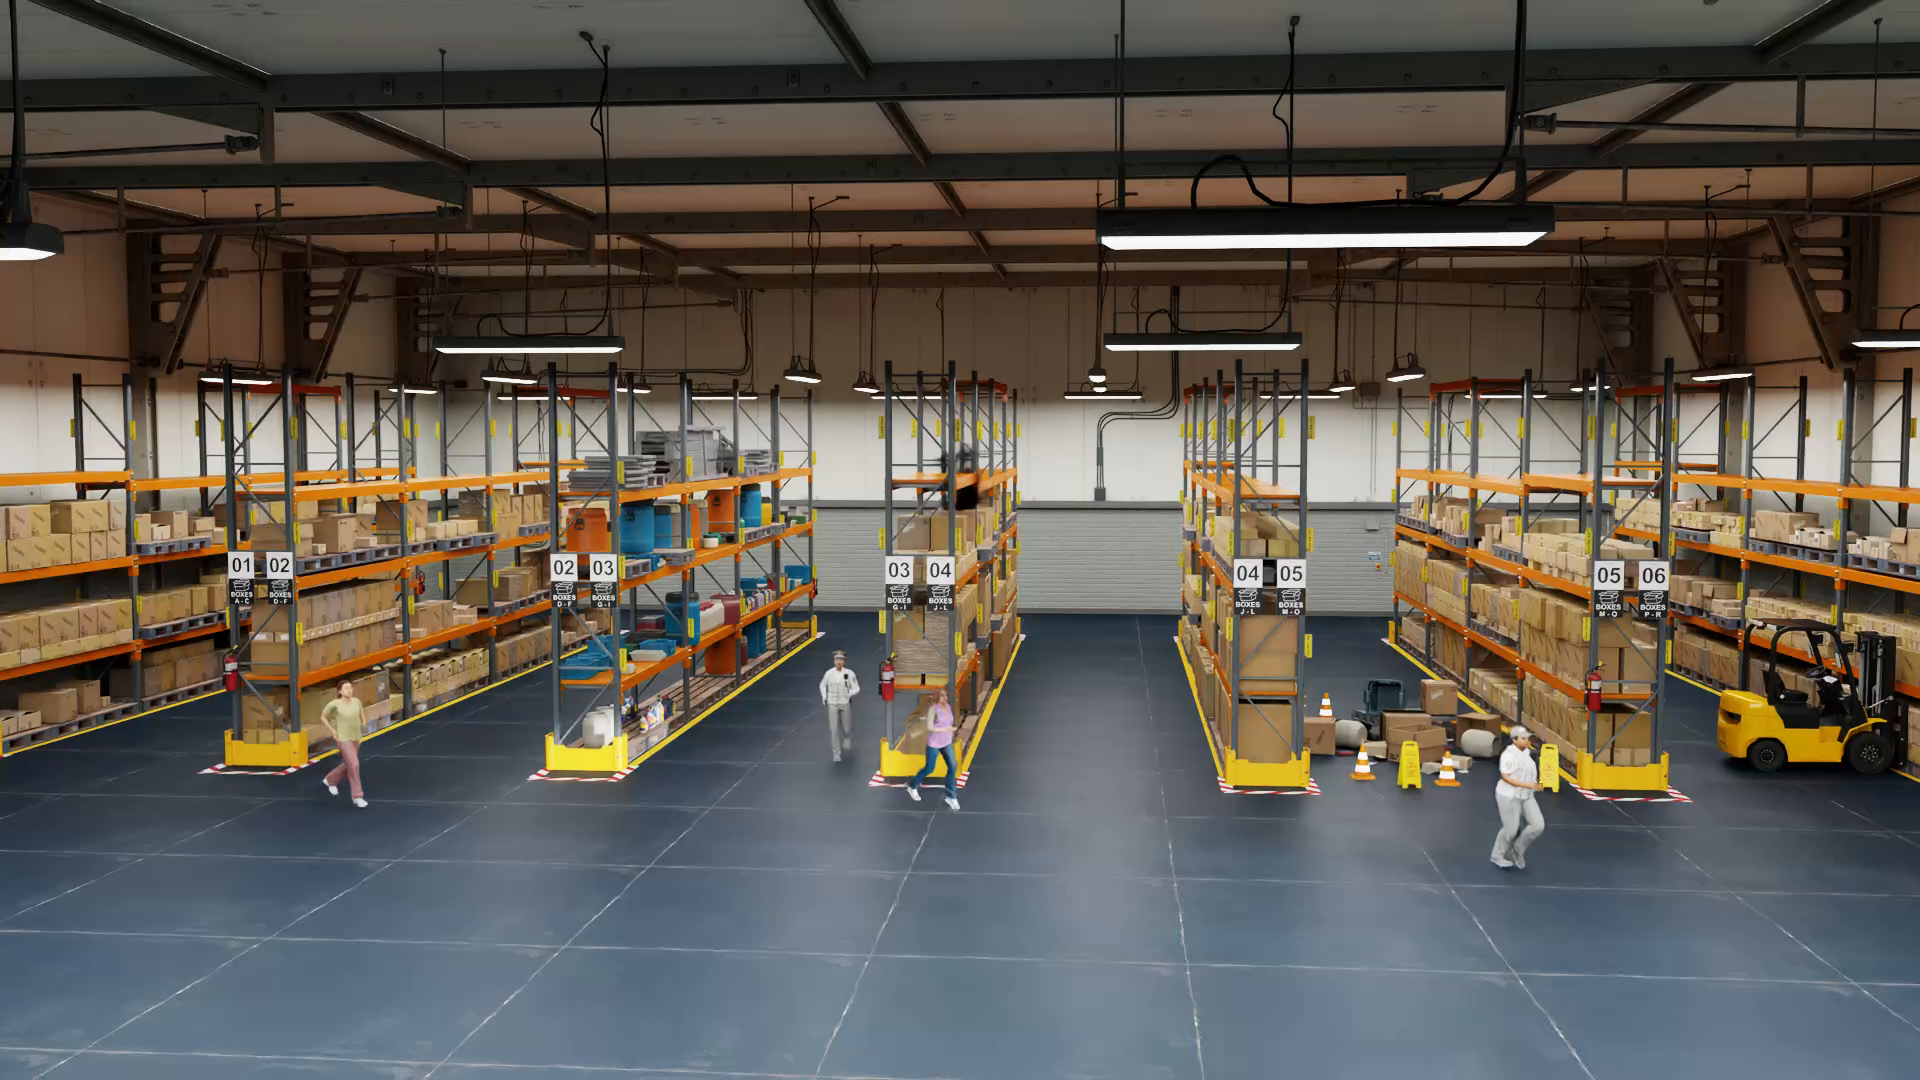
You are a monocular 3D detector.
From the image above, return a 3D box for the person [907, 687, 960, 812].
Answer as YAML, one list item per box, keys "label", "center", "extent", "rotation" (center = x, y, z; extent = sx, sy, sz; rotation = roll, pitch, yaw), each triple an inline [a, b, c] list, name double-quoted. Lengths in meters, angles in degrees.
- label: "person"
  center: [-0.313, 2.751, 22.106]
  extent: [0.549, 1.631, 0.851]
  rotation: [-4, 5, -43]

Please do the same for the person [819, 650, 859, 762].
- label: "person"
  center: [-1.848, 2.503, 25.353]
  extent: [0.614, 1.660, 0.767]
  rotation: [0, 4, 1]

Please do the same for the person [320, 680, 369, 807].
- label: "person"
  center: [-8.231, 2.701, 22.328]
  extent: [0.891, 1.681, 0.564]
  rotation: [2, 5, 33]

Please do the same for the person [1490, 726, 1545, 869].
- label: "person"
  center: [6.374, 2.944, 18.920]
  extent: [0.624, 1.674, 0.651]
  rotation: [-3, 5, -37]
